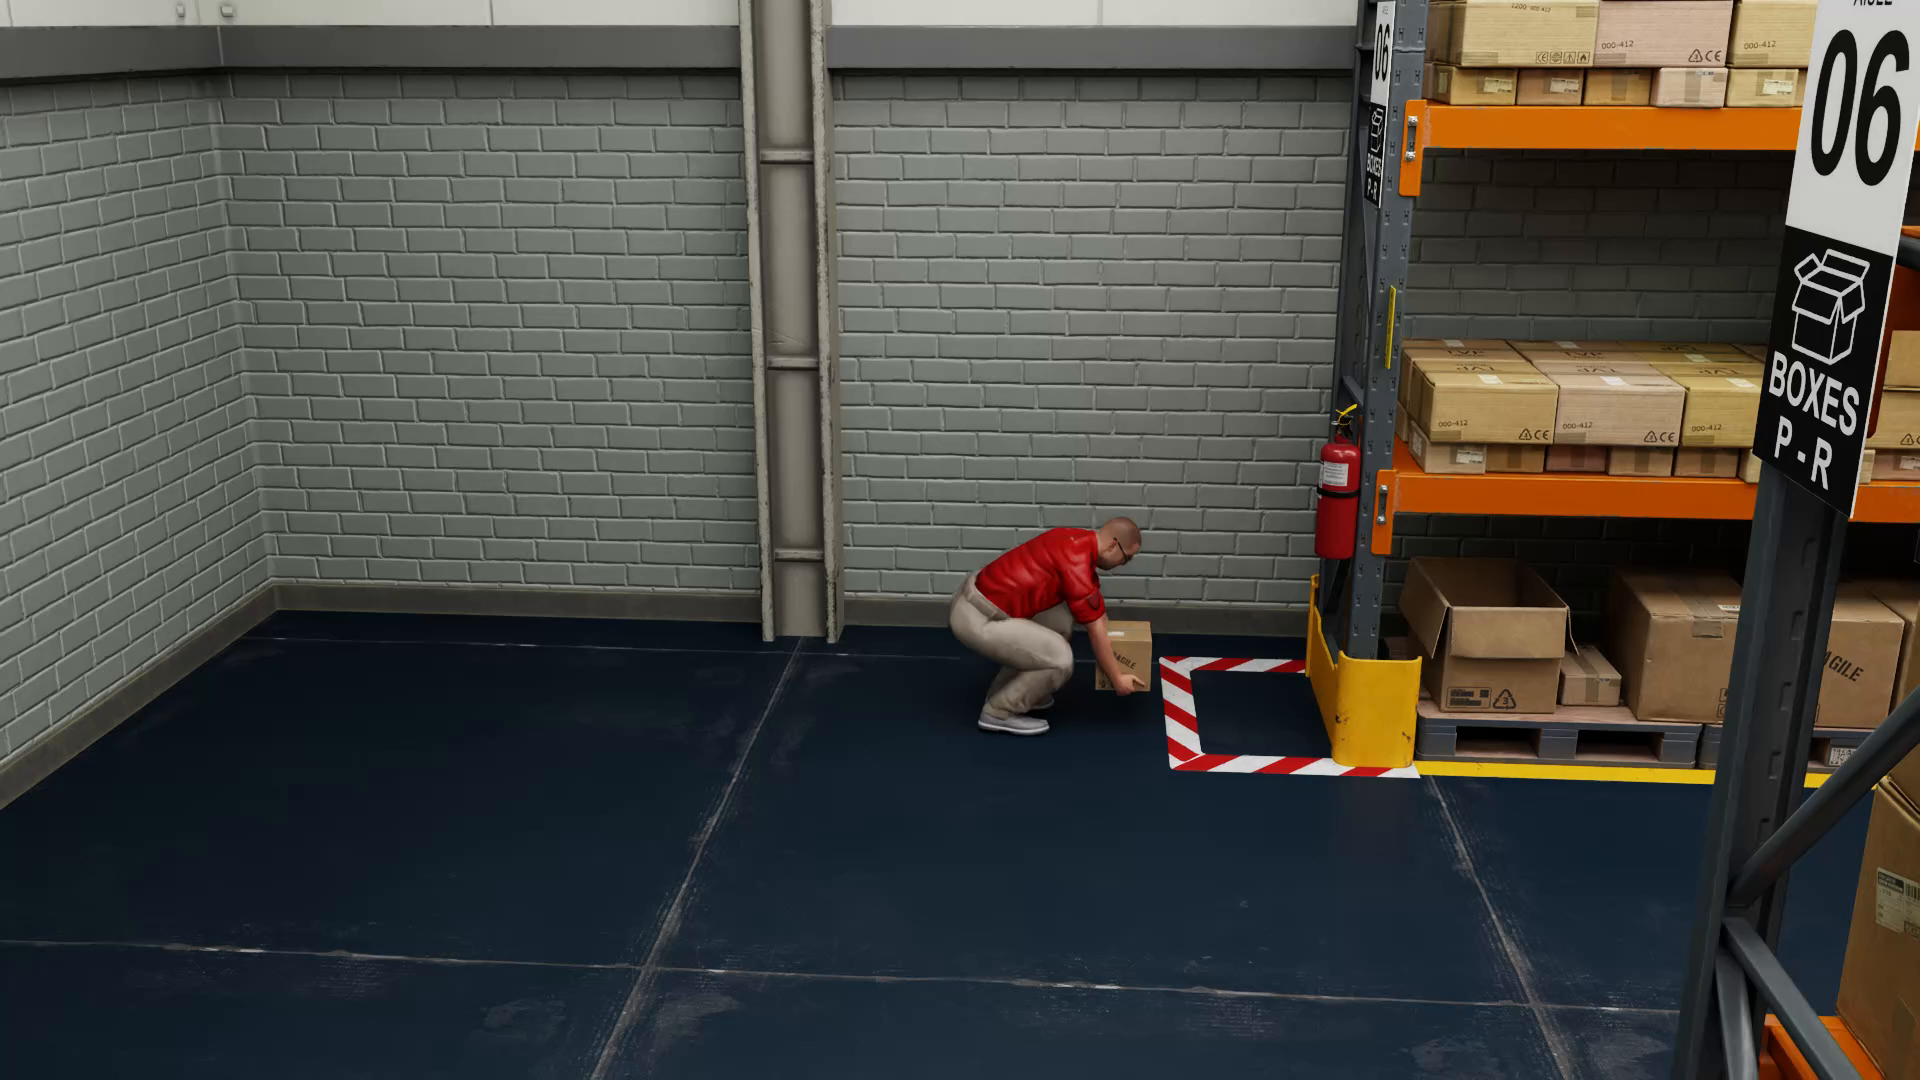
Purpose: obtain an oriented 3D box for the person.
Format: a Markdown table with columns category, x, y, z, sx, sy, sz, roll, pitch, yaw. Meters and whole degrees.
| category | x | y | z | sx | sy | sz | roll | pitch | yaw |
| --- | --- | --- | --- | --- | --- | --- | --- | --- | --- |
| person | 0.405 | 0.374 | 7.653 | 0.904 | 0.980 | 0.530 | 1 | 17 | 3 |
